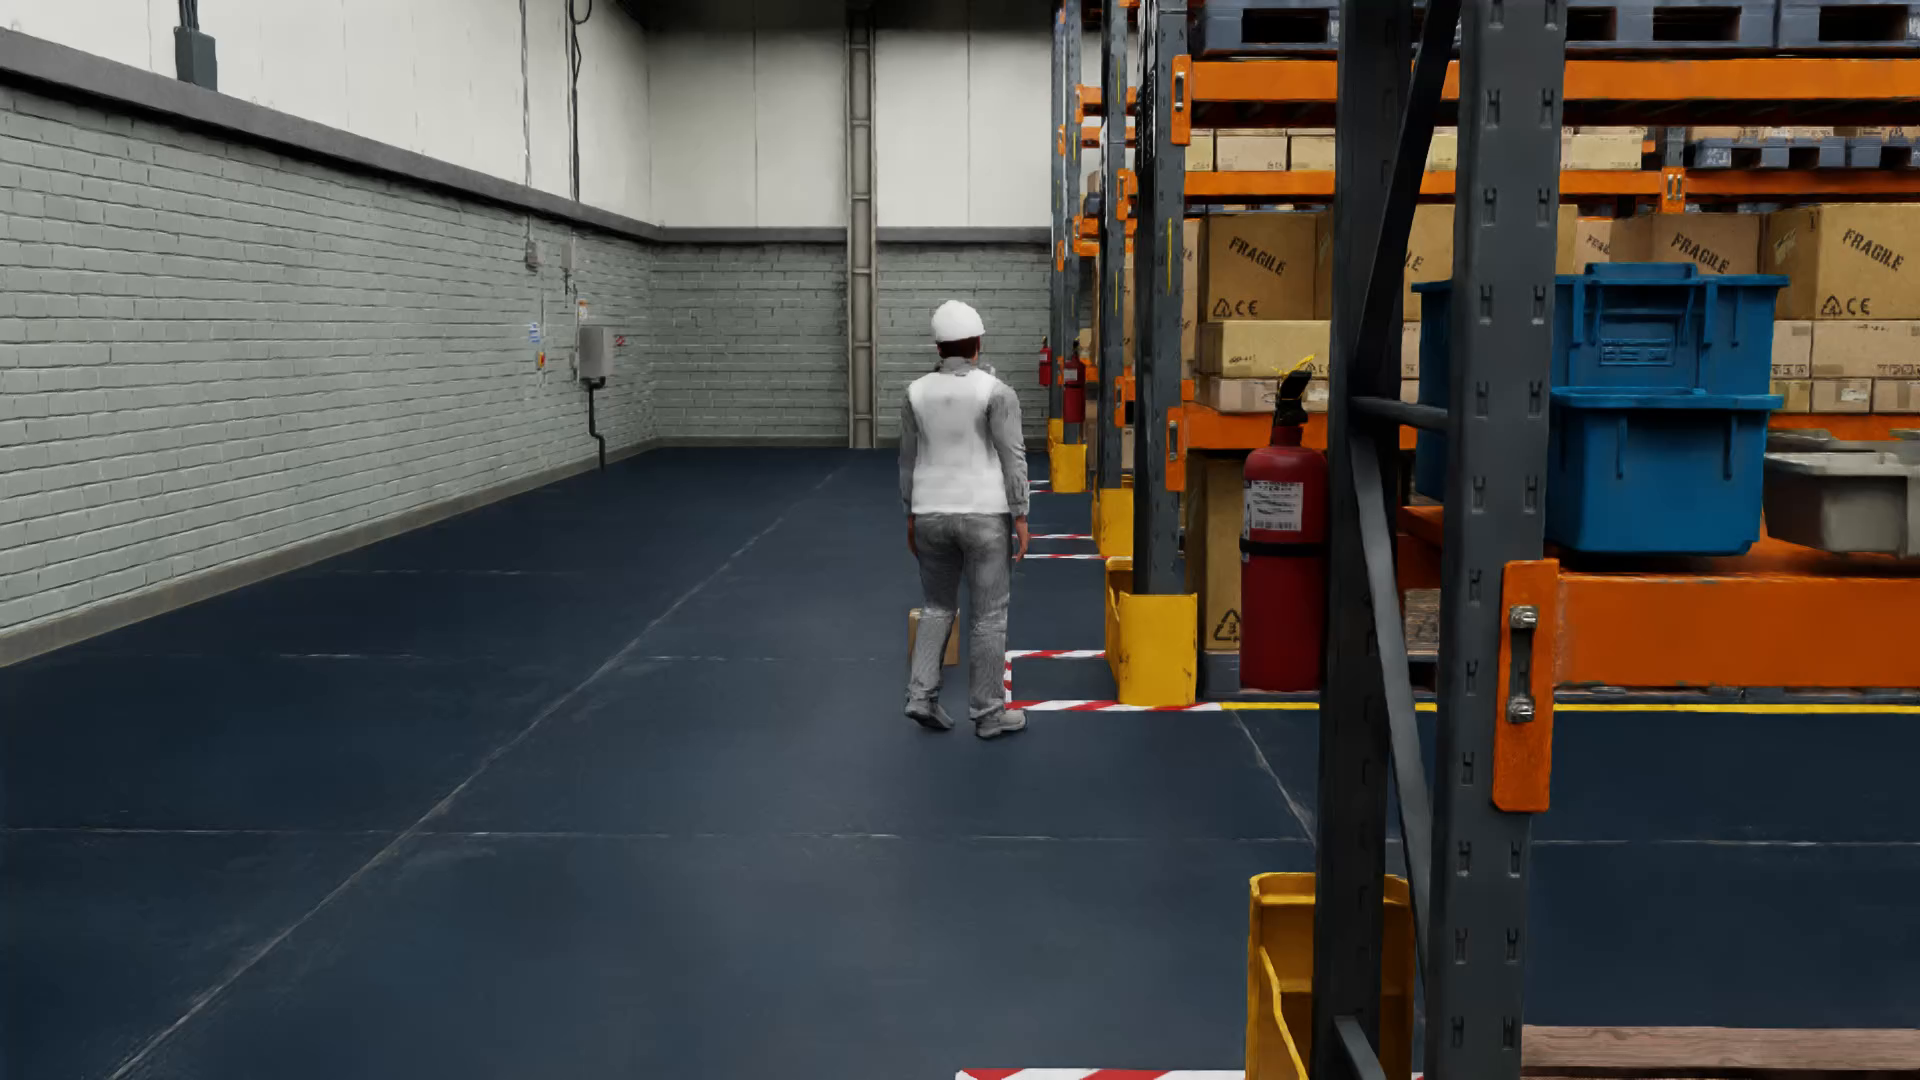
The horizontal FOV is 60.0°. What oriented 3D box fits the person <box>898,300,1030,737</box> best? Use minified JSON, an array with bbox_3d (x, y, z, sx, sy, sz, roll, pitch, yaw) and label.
[{"bbox_3d":[0.025,-0.077,6.832,0.565,1.804,0.365,3,8,23],"label":"person"}]
